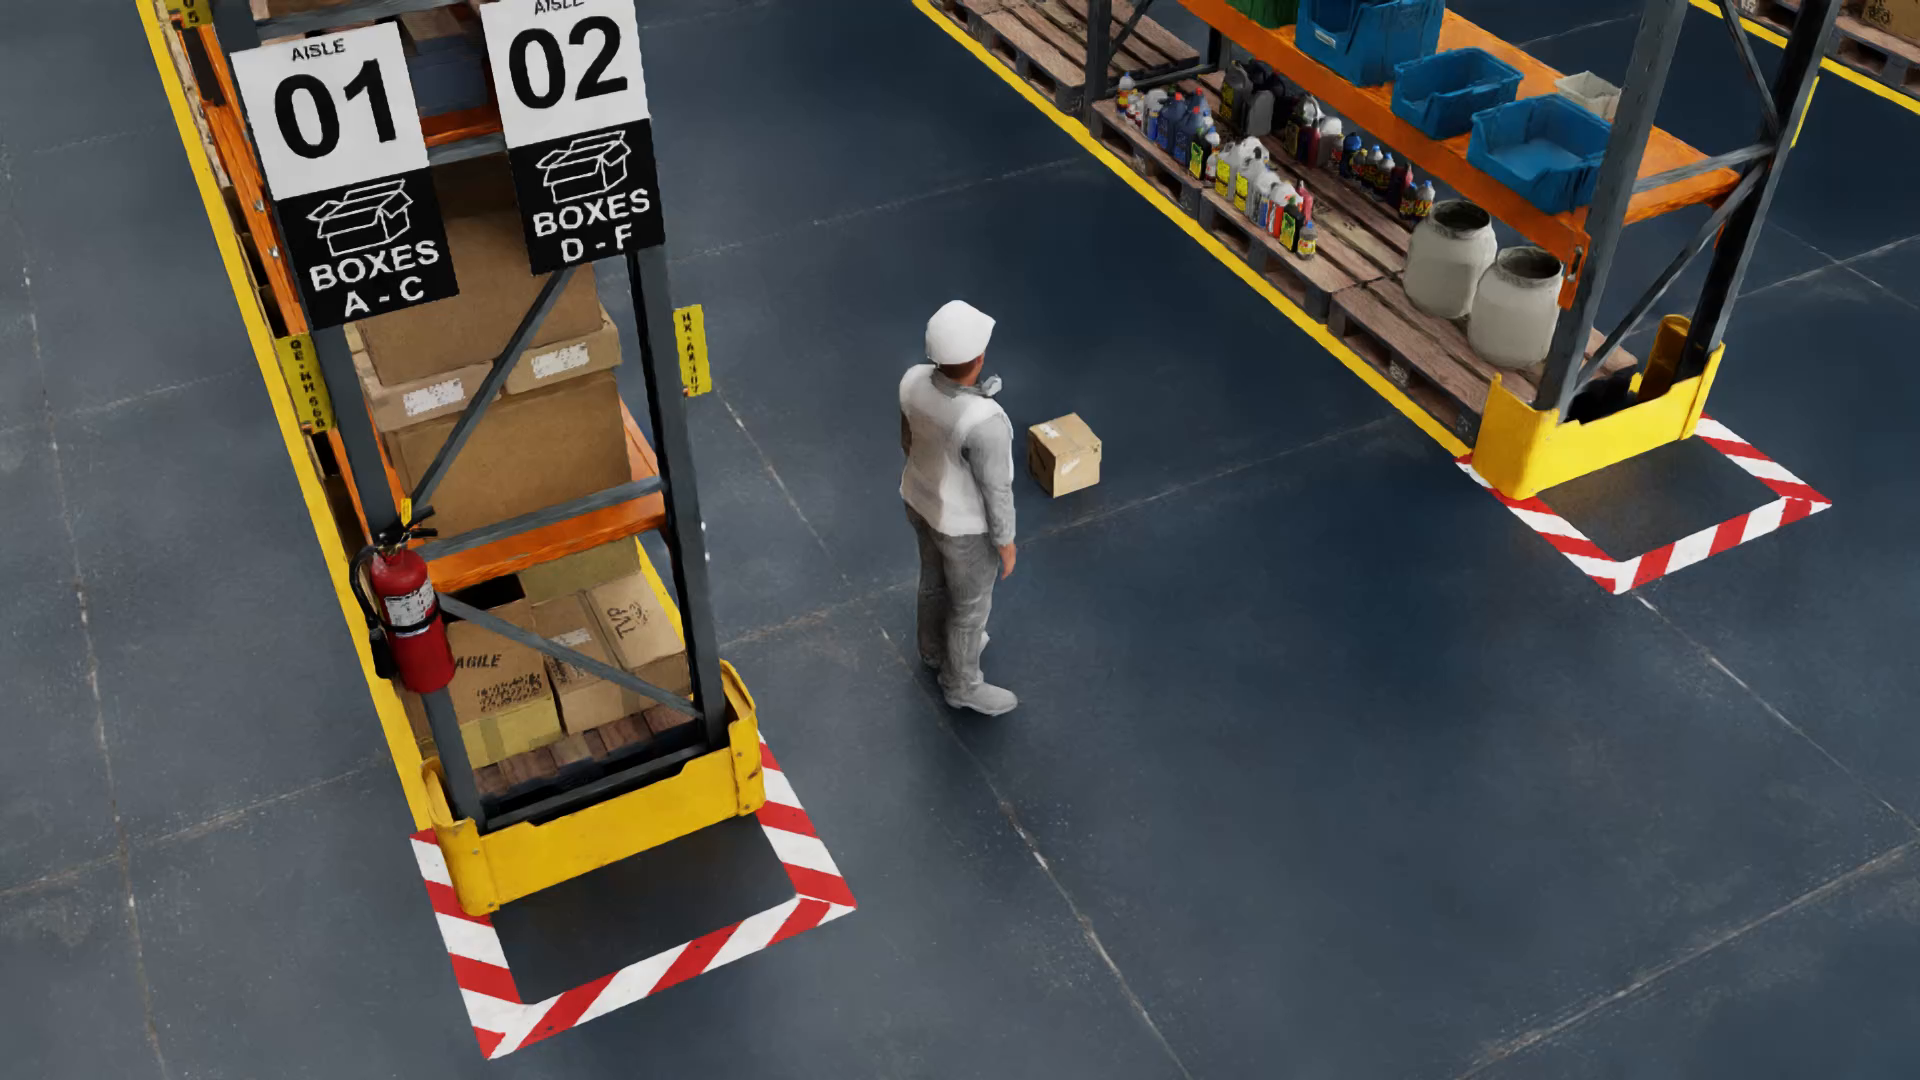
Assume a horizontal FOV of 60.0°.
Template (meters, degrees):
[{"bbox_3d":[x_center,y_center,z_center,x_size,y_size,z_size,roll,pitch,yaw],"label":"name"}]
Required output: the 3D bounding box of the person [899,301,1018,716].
[{"bbox_3d":[0.011,-0.125,6.243,0.383,1.784,0.591,-25,47,-26],"label":"person"}]
